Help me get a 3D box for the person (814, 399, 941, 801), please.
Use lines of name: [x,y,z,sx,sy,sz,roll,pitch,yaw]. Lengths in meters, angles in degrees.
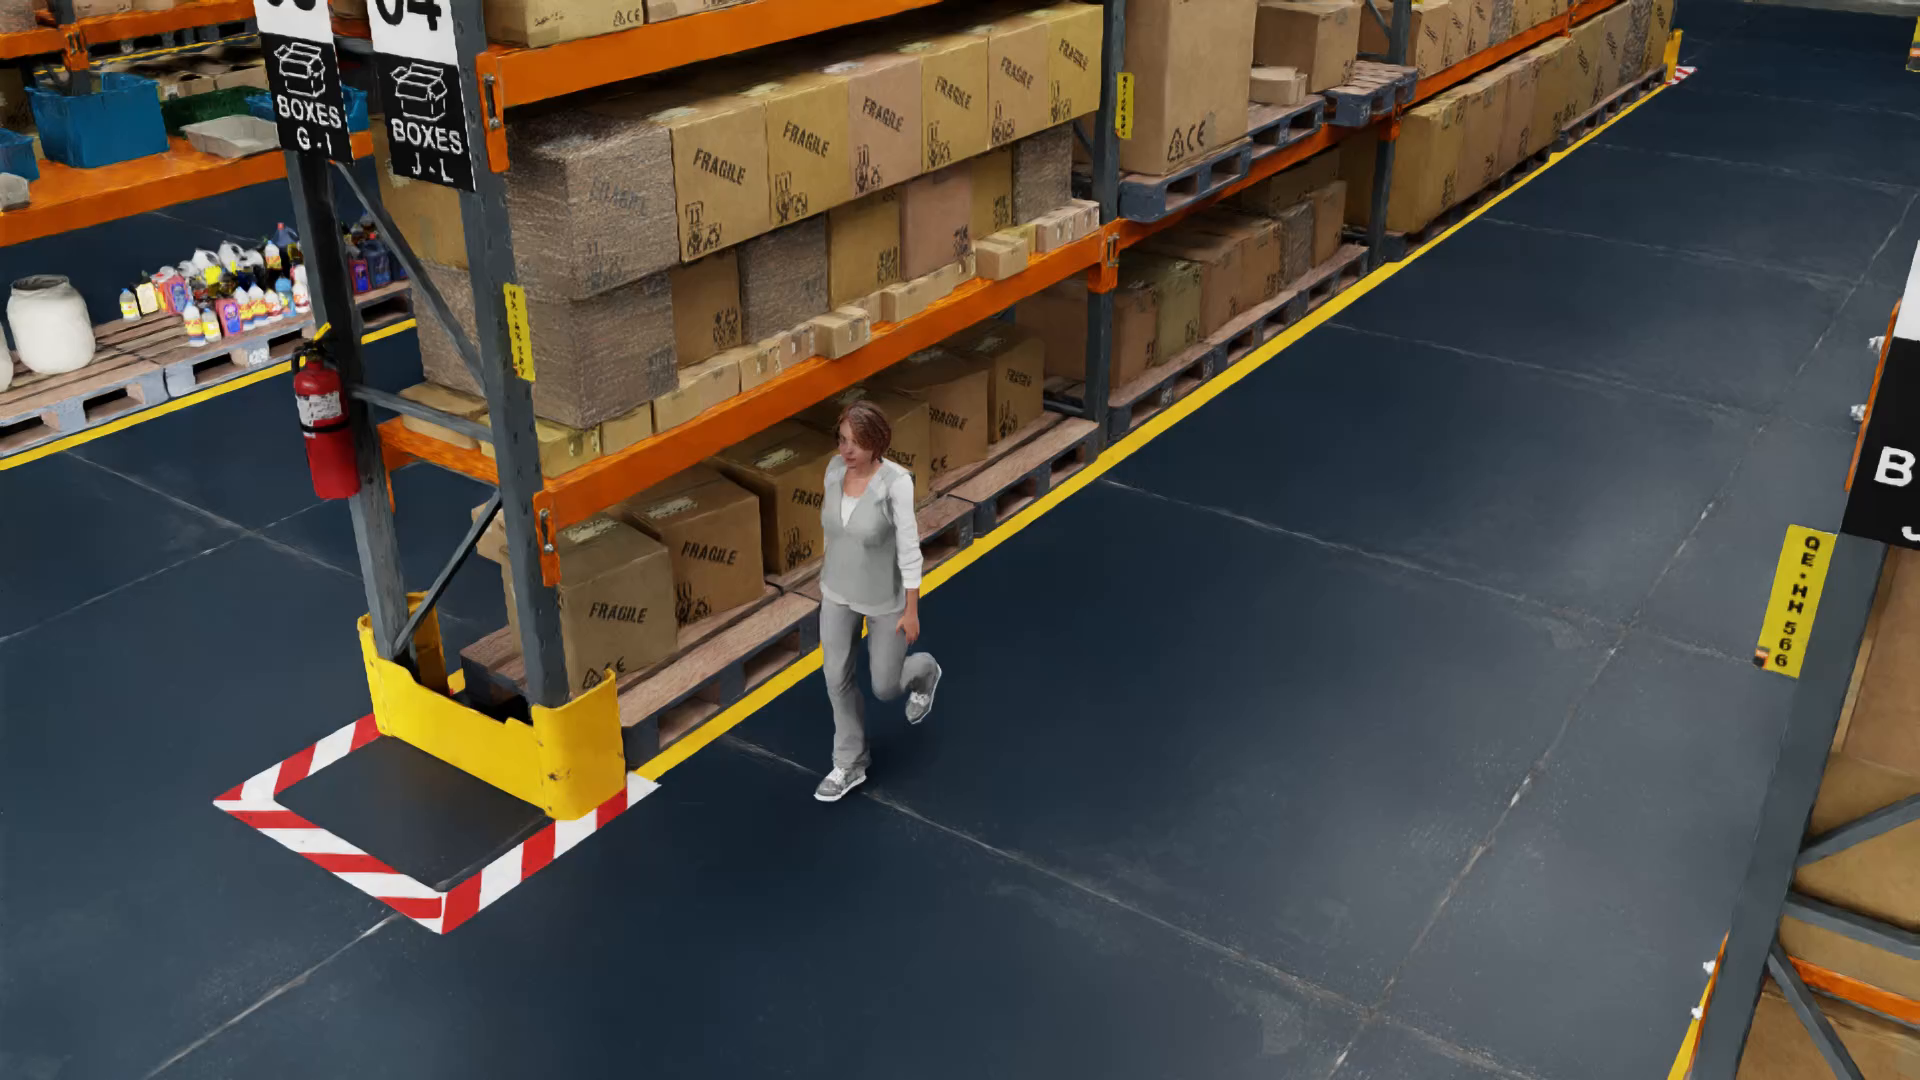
person: [-0.302,0.190,6.228,0.428,1.570,0.722,14,30,25]
